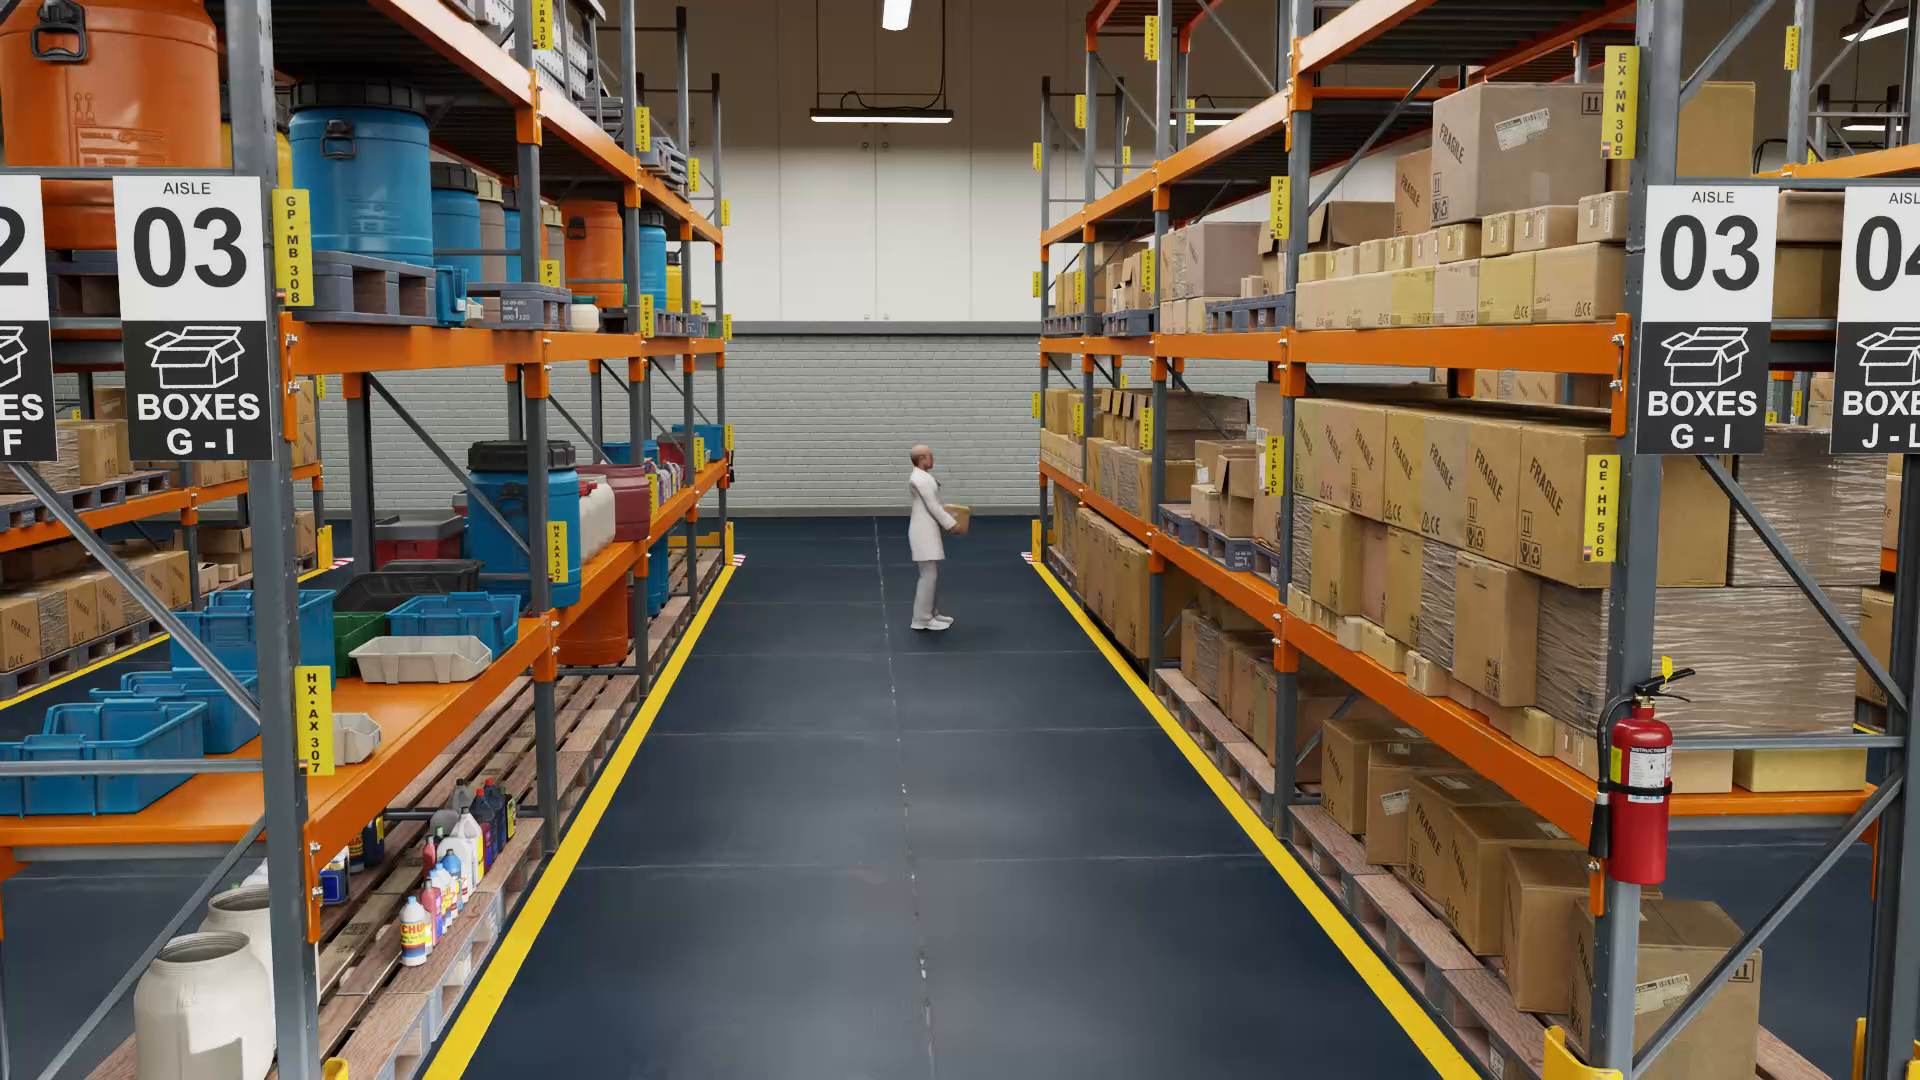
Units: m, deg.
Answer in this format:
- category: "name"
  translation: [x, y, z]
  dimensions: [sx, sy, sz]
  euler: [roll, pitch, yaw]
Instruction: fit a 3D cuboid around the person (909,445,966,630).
- category: "person"
  translation: [-0.226, -0.035, 16.110]
  dimensions: [0.543, 1.778, 0.518]
  euler: [0, 7, -4]
